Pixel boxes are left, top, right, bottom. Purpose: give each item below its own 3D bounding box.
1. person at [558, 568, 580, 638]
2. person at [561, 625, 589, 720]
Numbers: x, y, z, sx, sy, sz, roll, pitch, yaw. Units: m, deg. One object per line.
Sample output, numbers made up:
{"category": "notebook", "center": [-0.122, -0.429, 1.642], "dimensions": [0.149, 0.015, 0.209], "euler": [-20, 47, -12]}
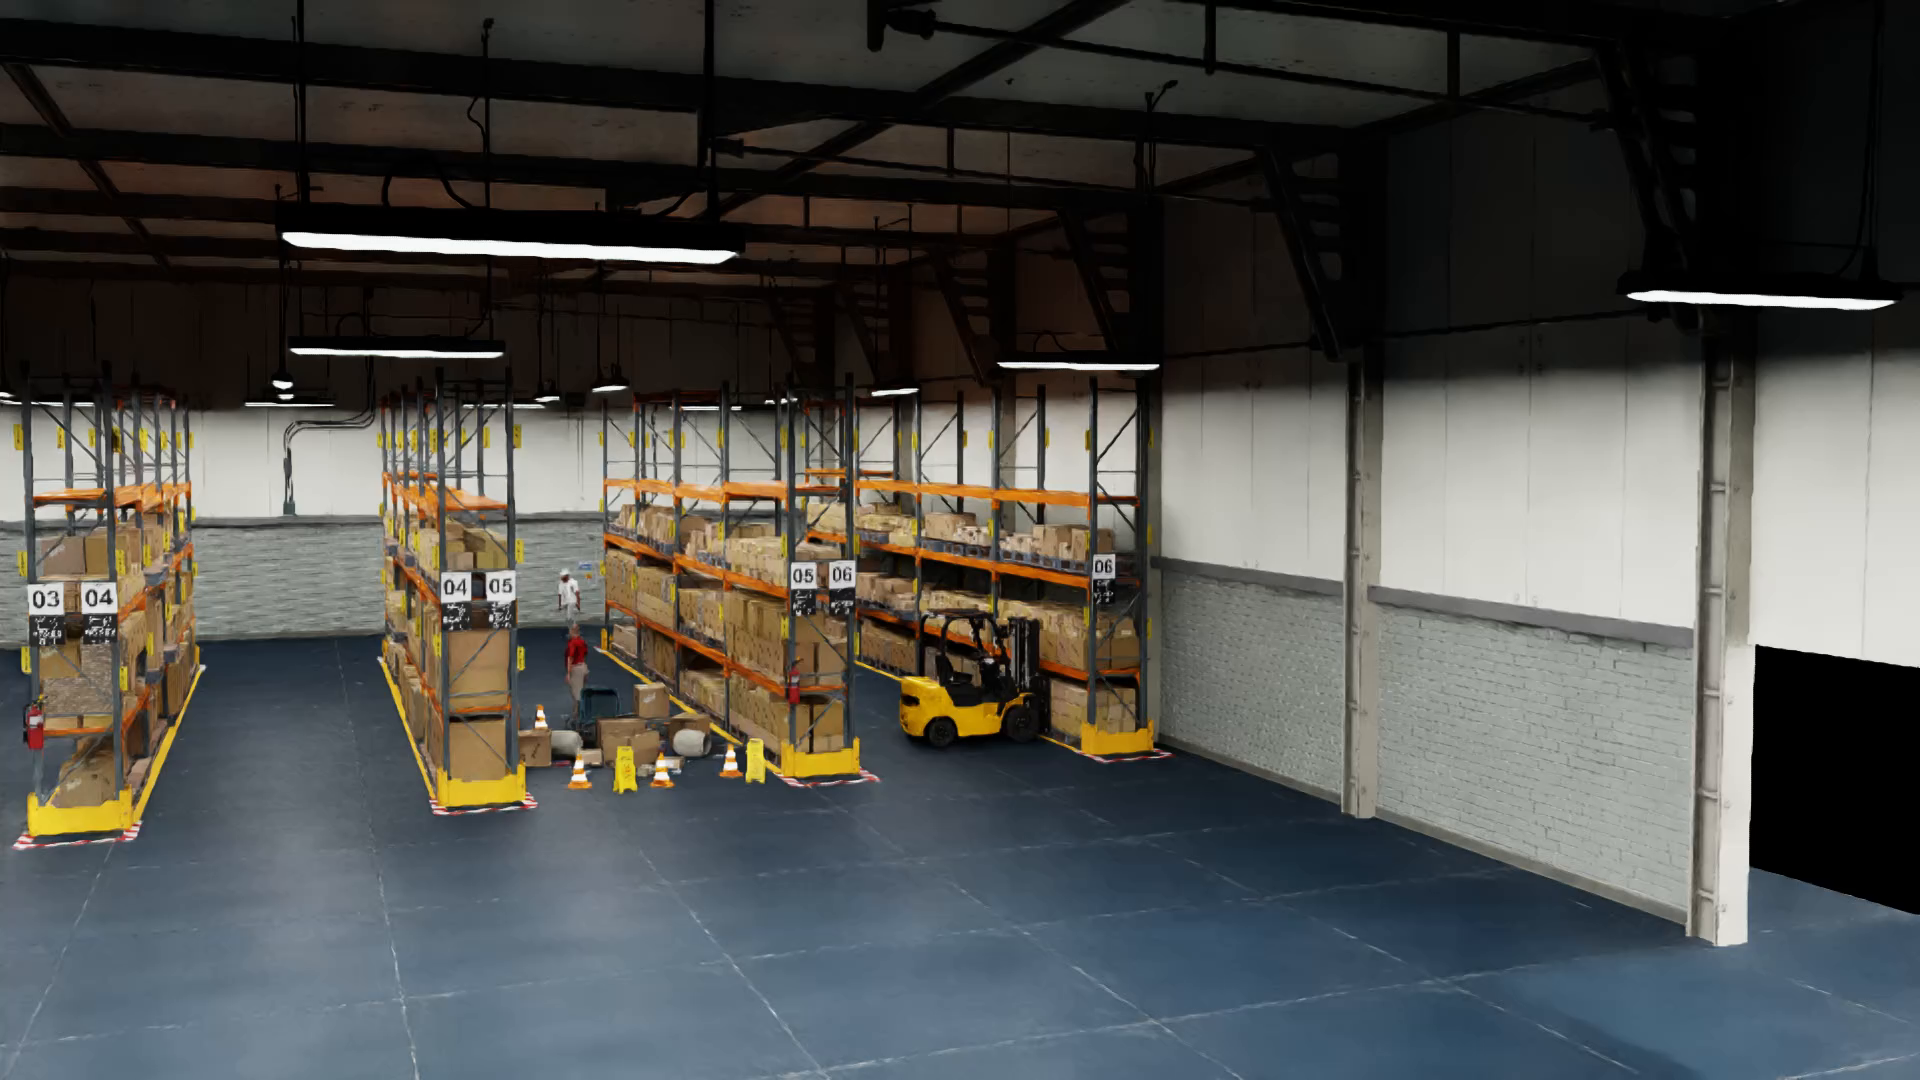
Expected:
{"category": "person", "center": [-9.876, 1.593, 41.978], "dimensions": [0.651, 1.758, 0.449], "euler": [2, 4, 30]}
{"category": "person", "center": [-6.830, 2.355, 29.440], "dimensions": [0.586, 1.723, 0.654], "euler": [1, 3, 9]}
